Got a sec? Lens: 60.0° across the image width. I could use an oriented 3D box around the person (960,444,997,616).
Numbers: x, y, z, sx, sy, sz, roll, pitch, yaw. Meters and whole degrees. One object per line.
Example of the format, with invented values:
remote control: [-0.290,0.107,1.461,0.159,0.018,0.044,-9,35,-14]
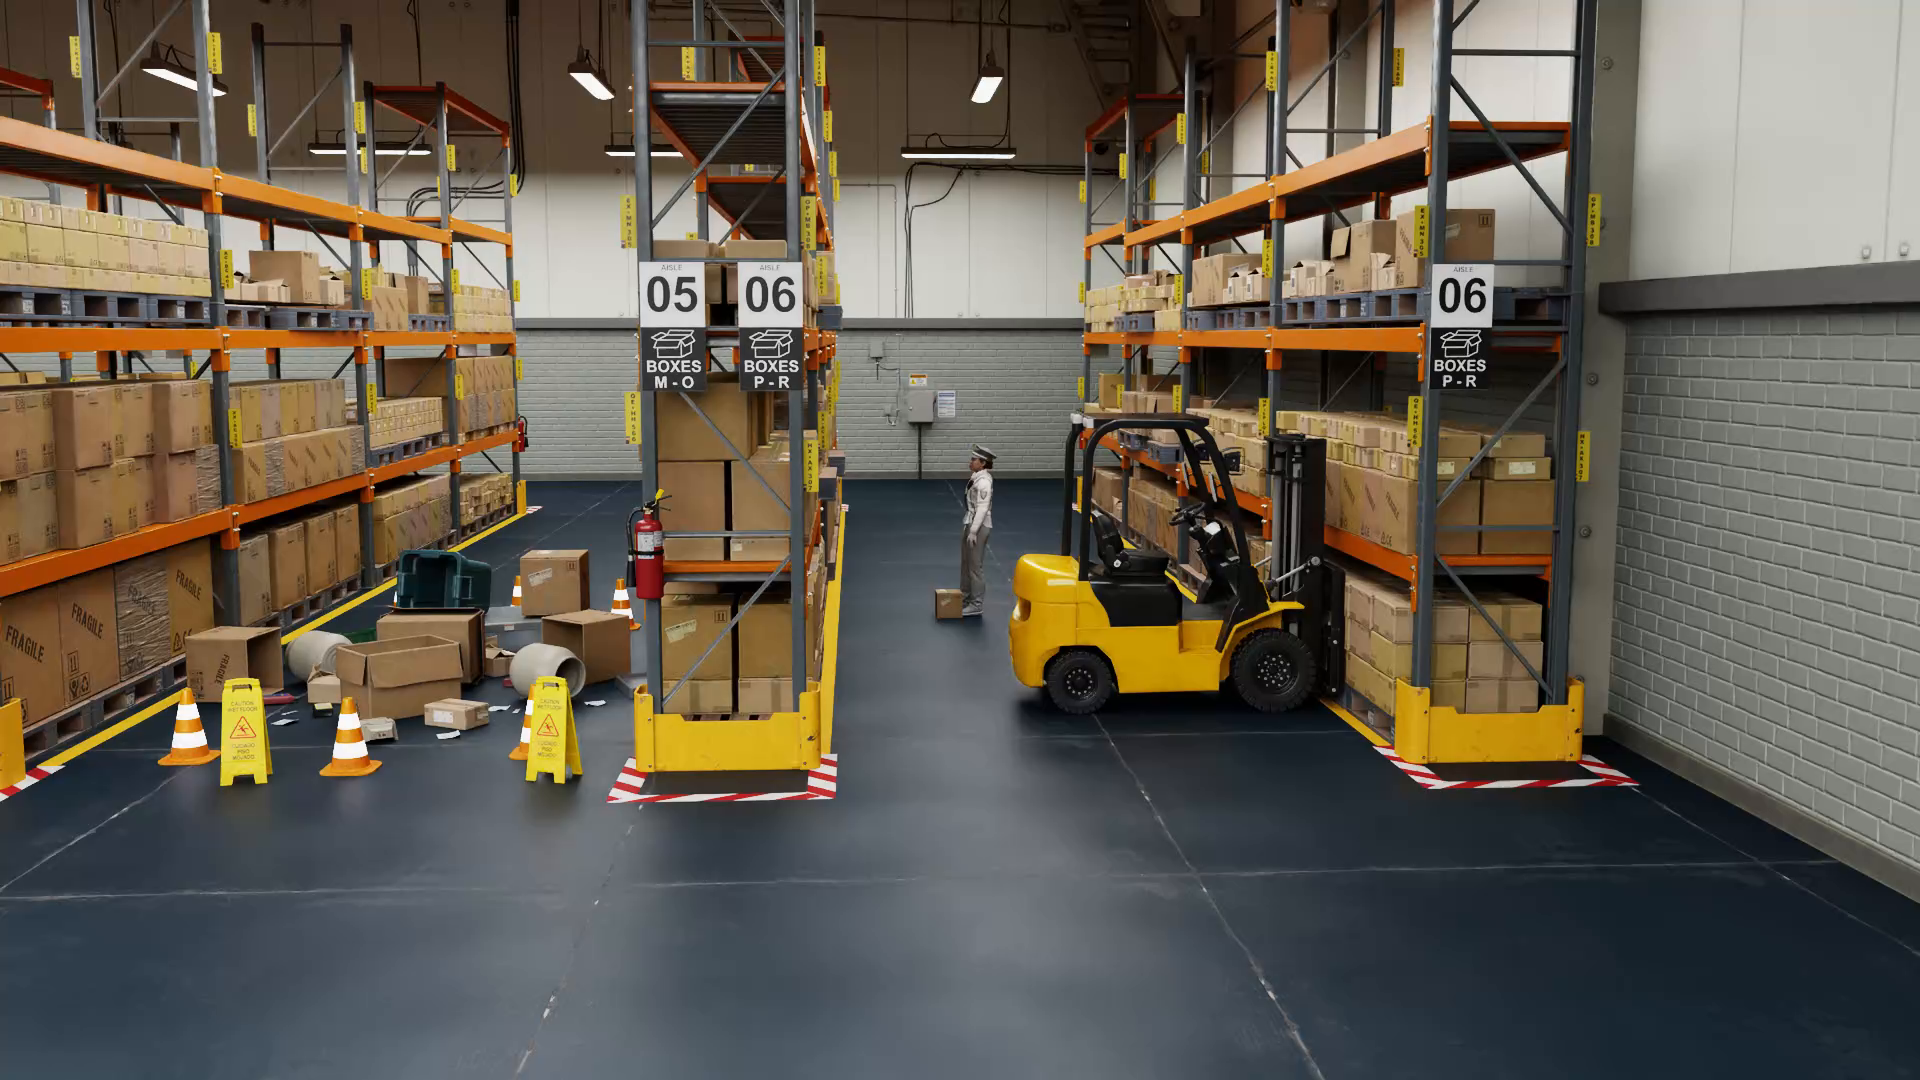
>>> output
person: [0.093,-0.101,16.369,0.533,1.697,0.588,0,7,-4]
